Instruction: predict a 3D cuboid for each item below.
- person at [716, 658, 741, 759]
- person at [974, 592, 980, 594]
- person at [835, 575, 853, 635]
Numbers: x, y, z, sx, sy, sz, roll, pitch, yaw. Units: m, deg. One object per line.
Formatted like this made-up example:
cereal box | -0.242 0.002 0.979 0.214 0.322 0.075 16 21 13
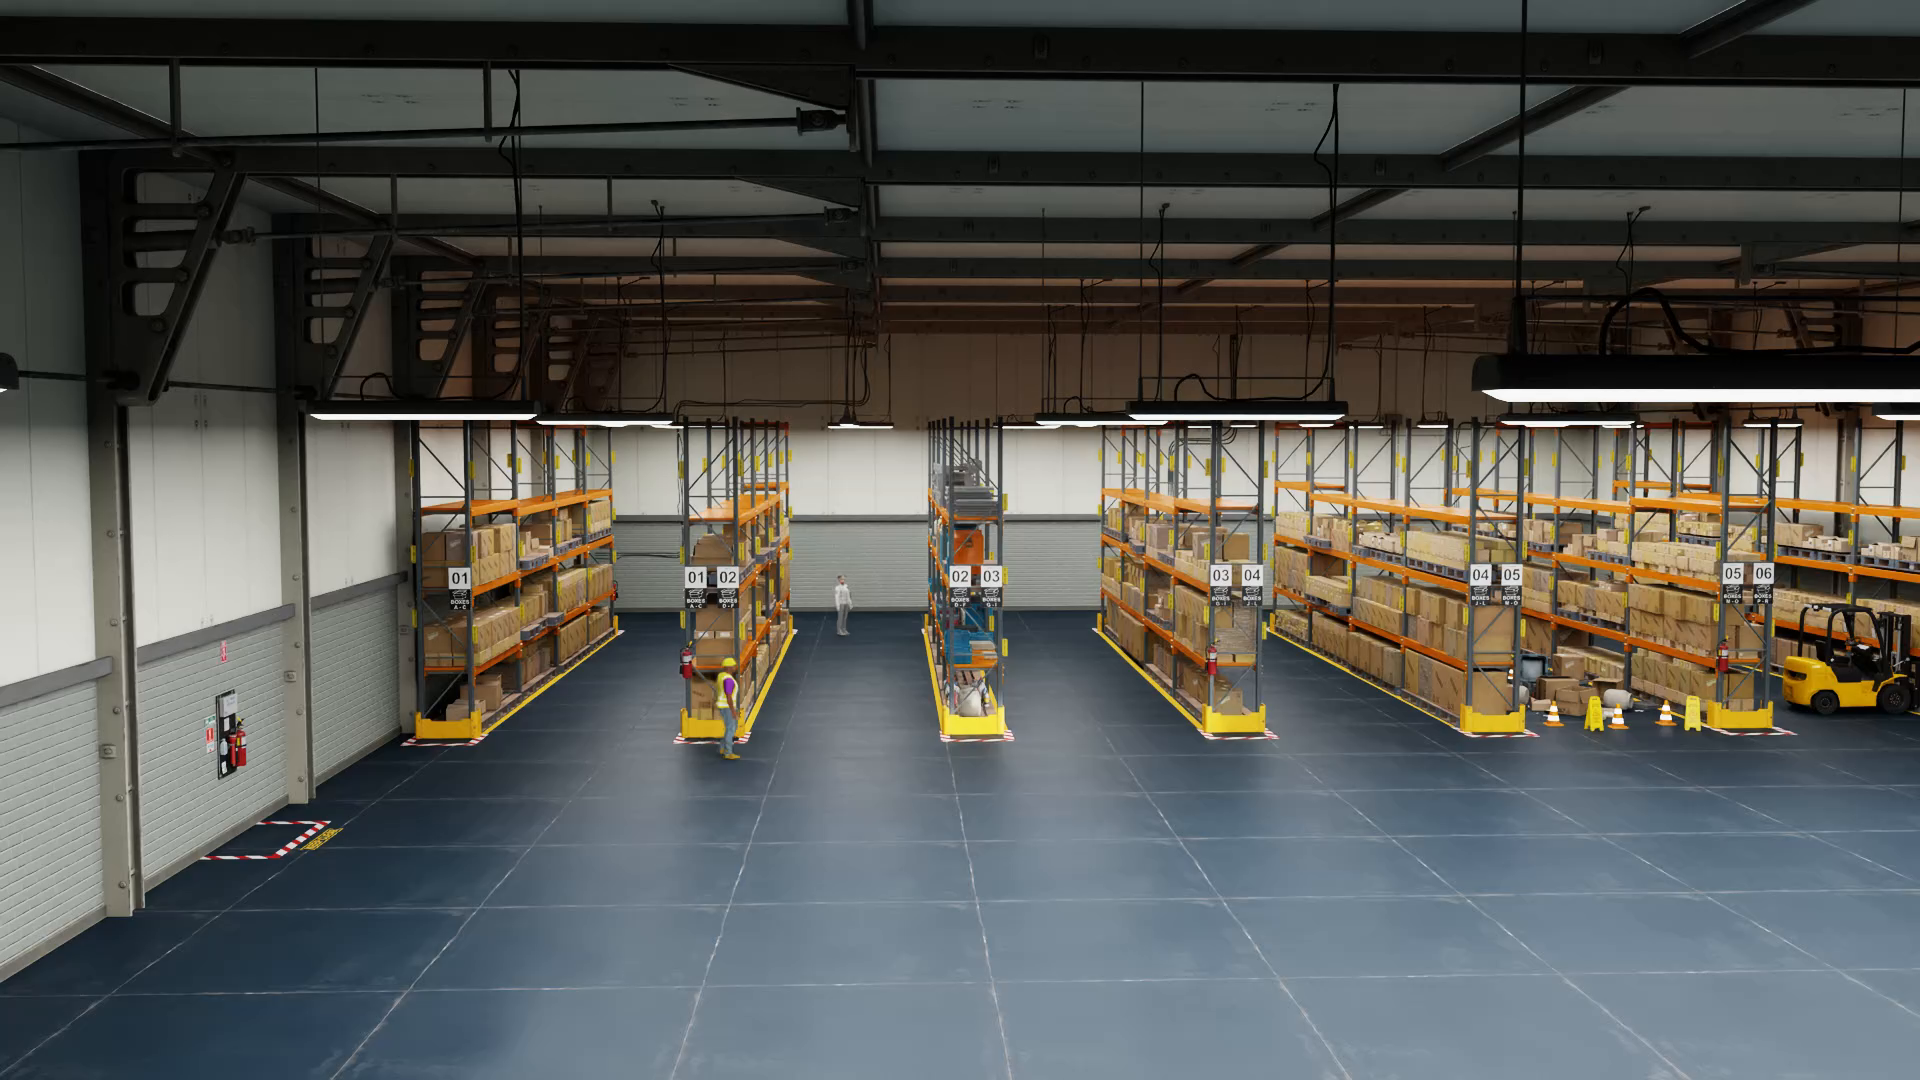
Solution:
person | -4.063 2.974 29.172 0.405 1.826 0.648 -1 4 -12
person | 0.254 1.666 48.636 0.630 1.747 0.768 2 4 32
person | -3.276 1.841 46.842 0.409 1.727 0.502 2 4 28
